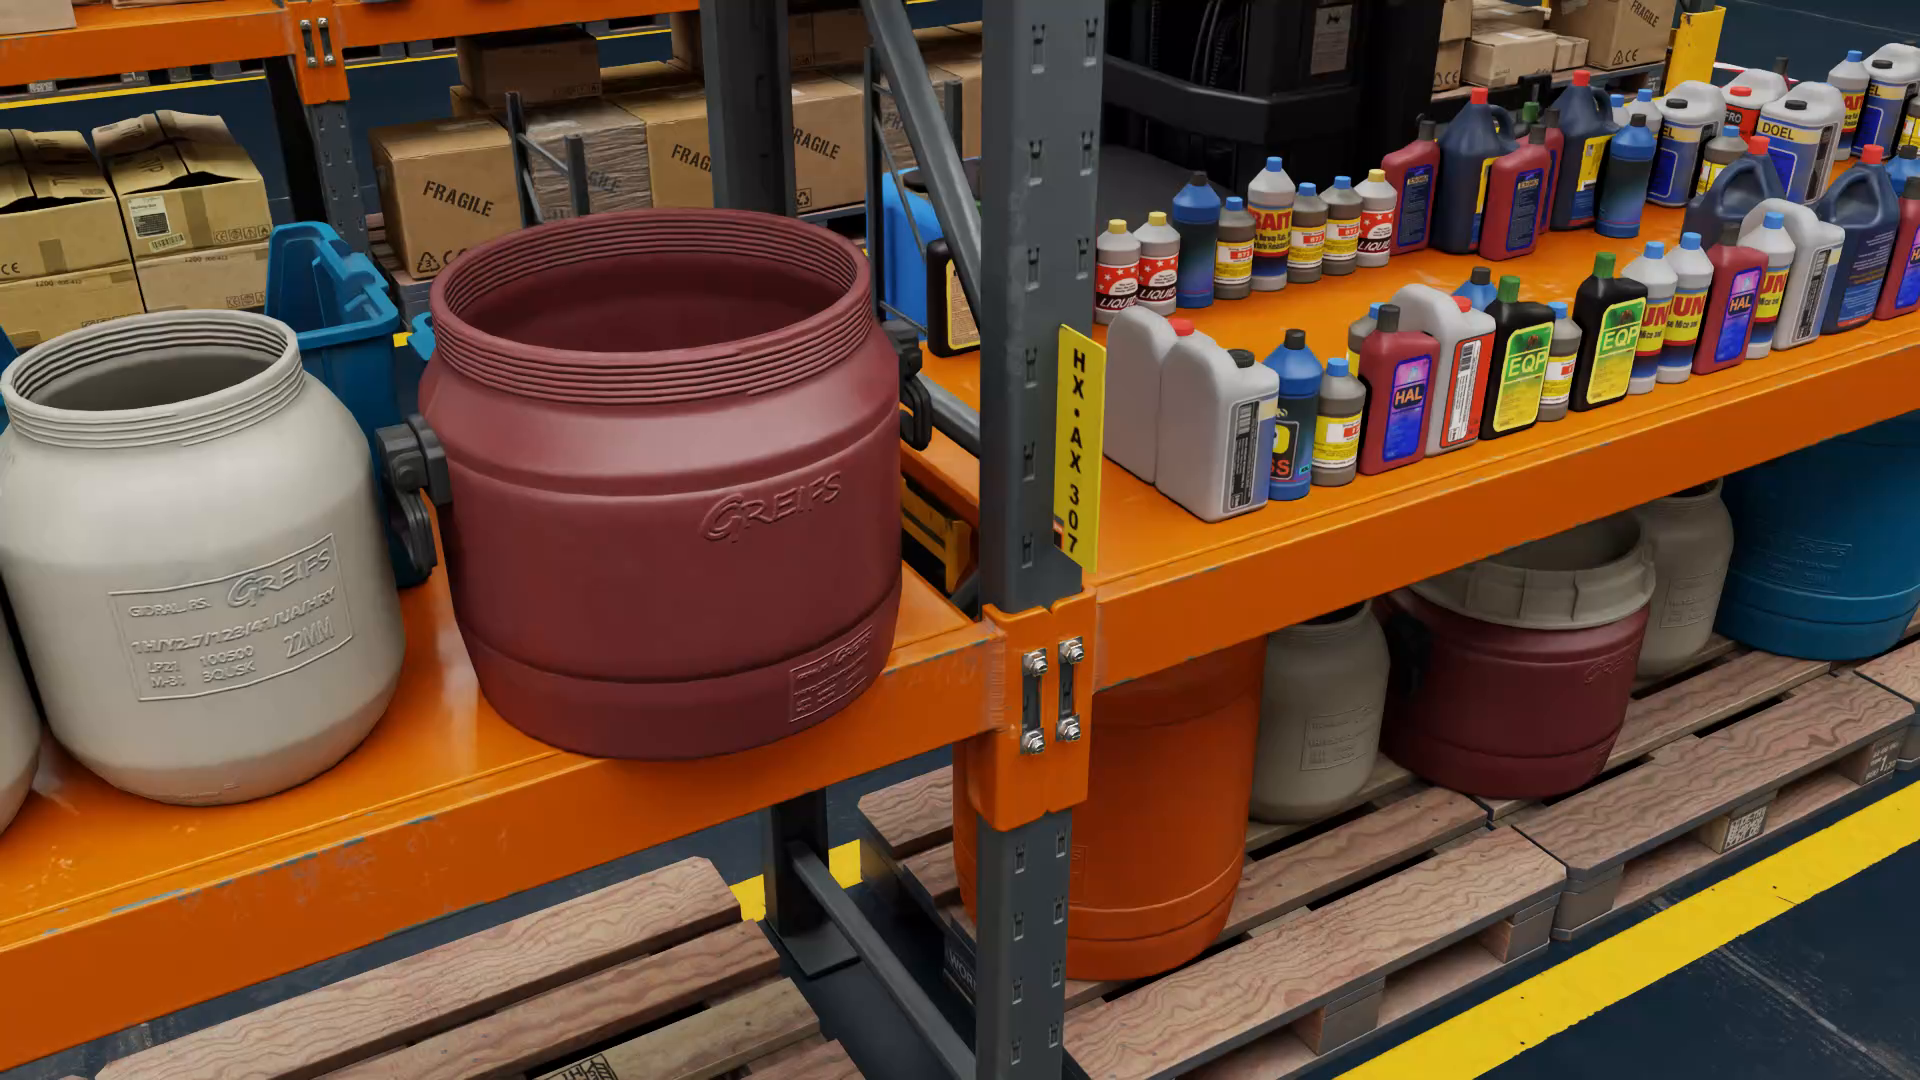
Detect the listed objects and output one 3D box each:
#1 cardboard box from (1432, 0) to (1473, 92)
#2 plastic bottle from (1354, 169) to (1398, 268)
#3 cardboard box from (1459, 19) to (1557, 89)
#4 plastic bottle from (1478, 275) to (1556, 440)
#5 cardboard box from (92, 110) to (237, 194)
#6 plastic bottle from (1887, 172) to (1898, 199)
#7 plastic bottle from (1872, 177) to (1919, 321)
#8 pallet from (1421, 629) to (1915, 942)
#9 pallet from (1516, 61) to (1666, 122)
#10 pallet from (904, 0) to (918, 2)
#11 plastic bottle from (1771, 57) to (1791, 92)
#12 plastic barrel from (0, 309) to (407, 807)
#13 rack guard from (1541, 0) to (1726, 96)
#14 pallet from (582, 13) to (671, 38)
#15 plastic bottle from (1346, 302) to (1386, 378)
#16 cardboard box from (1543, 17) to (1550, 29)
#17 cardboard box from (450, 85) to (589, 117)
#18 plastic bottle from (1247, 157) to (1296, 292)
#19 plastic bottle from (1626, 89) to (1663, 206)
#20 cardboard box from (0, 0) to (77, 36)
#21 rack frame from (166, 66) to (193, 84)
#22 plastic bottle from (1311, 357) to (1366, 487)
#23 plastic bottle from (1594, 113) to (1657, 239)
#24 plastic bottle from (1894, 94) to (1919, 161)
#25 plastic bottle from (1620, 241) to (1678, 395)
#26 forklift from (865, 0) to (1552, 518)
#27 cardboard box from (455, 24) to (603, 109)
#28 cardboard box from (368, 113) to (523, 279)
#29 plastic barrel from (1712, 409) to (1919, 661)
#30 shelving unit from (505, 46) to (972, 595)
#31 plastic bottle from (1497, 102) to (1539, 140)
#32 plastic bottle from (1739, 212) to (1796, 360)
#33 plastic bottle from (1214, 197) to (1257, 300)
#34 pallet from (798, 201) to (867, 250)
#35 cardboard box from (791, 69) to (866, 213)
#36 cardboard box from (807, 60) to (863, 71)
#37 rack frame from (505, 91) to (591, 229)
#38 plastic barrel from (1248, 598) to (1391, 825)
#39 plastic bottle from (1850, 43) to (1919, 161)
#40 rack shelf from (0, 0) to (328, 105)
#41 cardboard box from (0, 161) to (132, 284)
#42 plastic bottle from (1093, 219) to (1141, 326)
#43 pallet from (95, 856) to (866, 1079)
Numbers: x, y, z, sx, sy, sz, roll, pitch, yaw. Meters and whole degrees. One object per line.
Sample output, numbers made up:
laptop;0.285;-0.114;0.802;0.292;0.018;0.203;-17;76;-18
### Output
cardboard box;2.430;-2.877;9.488;0.637;0.503;0.797;-16;33;-26
plastic bottle;0.899;-0.706;3.630;0.097;0.201;0.097;0;29;0
cardboard box;3.084;-2.828;9.660;0.500;0.250;0.500;-16;33;-26
plastic bottle;0.945;-0.319;2.845;0.133;0.283;0.061;-16;33;-26
cardboard box;-3.236;-1.556;6.796;0.500;0.311;0.500;-15;32;-25
plastic bottle;1.846;-0.614;3.392;0.097;0.271;0.097;0;29;0
plastic bottle;1.901;-0.591;3.337;0.133;0.283;0.061;-16;33;-26
pallet;1.580;0.442;4.231;1.213;0.211;1.003;-16;33;-26
pallet;3.510;-2.860;10.214;1.213;0.211;1.003;-16;33;-26
pallet;-1.004;-4.311;12.843;1.213;0.211;1.003;-16;33;-26
plastic bottle;2.021;-1.071;4.207;0.133;0.283;0.061;-16;33;-26
plastic barrel;-0.908;0.020;1.994;0.421;0.512;0.421;0;29;0
rack guard;4.196;-3.182;10.498;0.348;0.500;1.175;-16;33;-26
pallet;-2.327;-3.937;12.166;1.213;0.211;1.003;-16;33;-26
plastic bottle;0.727;-0.317;2.926;0.097;0.201;0.097;0;29;0
cardboard box;3.511;-3.227;10.469;0.250;0.166;0.380;-16;33;-26
cardboard box;-1.948;-1.762;7.469;0.500;0.500;0.500;-15;32;-24
plastic bottle;0.647;-0.665;3.484;0.097;0.271;0.097;0;29;0
plastic bottle;1.615;-0.940;3.982;0.097;0.271;0.097;0;29;0
cardboard box;-3.271;-1.891;5.833;0.250;0.149;0.380;-16;33;-26
rack frame;-5.148;-4.399;10.117;0.127;3.000;1.000;-16;33;-26
plastic bottle;0.605;-0.197;2.709;0.097;0.201;0.097;0;29;0
plastic bottle;1.520;-0.832;3.787;0.097;0.271;0.097;0;29;0
plastic bottle;2.491;-1.073;4.295;0.097;0.201;0.097;0;29;0
plastic bottle;1.234;-0.407;3.015;0.097;0.271;0.097;0;29;0
forklift;1.230;-1.612;5.138;3.031;2.935;1.130;-16;33;-26
cardboard box;-1.902;-2.105;7.316;0.500;0.250;0.500;-15;32;-24
cardboard box;-2.098;-1.427;6.863;0.500;0.500;0.500;-14;32;-24
plastic barrel;2.231;-0.217;4.276;0.708;0.901;0.600;-16;33;-26
shelving unit;-0.562;-0.497;4.598;1.083;1.500;0.587;-16;33;-26
plastic bottle;1.263;-0.856;3.817;0.133;0.283;0.061;-16;33;-26
plastic bottle;1.517;-0.487;3.161;0.097;0.271;0.097;0;29;0
plastic bottle;0.563;-0.611;3.458;0.097;0.201;0.097;0;29;0
pallet;-0.922;-1.579;7.894;1.213;0.211;1.003;-16;33;-26
cardboard box;-0.767;-1.808;7.554;0.500;0.500;0.500;-17;33;-28
cardboard box;-0.616;-2.143;8.160;0.500;0.500;0.500;-15;32;-26
rack frame;-1.007;-0.370;4.368;0.032;1.500;0.500;-16;33;-26
plastic barrel;0.726;0.331;3.686;0.421;0.512;0.421;0;29;0
plastic bottle;2.412;-1.153;4.363;0.135;0.276;0.152;-16;33;-26
rack shelf;-4.360;-1.532;5.666;4.000;0.370;1.077;-16;33;-26
cardboard box;-3.407;-1.201;6.153;0.500;0.311;0.500;-16;33;-27
plastic bottle;0.311;-0.539;3.328;0.097;0.201;0.097;0;29;0
pallet;-0.817;1.122;2.998;1.213;0.211;1.003;-16;33;-26
